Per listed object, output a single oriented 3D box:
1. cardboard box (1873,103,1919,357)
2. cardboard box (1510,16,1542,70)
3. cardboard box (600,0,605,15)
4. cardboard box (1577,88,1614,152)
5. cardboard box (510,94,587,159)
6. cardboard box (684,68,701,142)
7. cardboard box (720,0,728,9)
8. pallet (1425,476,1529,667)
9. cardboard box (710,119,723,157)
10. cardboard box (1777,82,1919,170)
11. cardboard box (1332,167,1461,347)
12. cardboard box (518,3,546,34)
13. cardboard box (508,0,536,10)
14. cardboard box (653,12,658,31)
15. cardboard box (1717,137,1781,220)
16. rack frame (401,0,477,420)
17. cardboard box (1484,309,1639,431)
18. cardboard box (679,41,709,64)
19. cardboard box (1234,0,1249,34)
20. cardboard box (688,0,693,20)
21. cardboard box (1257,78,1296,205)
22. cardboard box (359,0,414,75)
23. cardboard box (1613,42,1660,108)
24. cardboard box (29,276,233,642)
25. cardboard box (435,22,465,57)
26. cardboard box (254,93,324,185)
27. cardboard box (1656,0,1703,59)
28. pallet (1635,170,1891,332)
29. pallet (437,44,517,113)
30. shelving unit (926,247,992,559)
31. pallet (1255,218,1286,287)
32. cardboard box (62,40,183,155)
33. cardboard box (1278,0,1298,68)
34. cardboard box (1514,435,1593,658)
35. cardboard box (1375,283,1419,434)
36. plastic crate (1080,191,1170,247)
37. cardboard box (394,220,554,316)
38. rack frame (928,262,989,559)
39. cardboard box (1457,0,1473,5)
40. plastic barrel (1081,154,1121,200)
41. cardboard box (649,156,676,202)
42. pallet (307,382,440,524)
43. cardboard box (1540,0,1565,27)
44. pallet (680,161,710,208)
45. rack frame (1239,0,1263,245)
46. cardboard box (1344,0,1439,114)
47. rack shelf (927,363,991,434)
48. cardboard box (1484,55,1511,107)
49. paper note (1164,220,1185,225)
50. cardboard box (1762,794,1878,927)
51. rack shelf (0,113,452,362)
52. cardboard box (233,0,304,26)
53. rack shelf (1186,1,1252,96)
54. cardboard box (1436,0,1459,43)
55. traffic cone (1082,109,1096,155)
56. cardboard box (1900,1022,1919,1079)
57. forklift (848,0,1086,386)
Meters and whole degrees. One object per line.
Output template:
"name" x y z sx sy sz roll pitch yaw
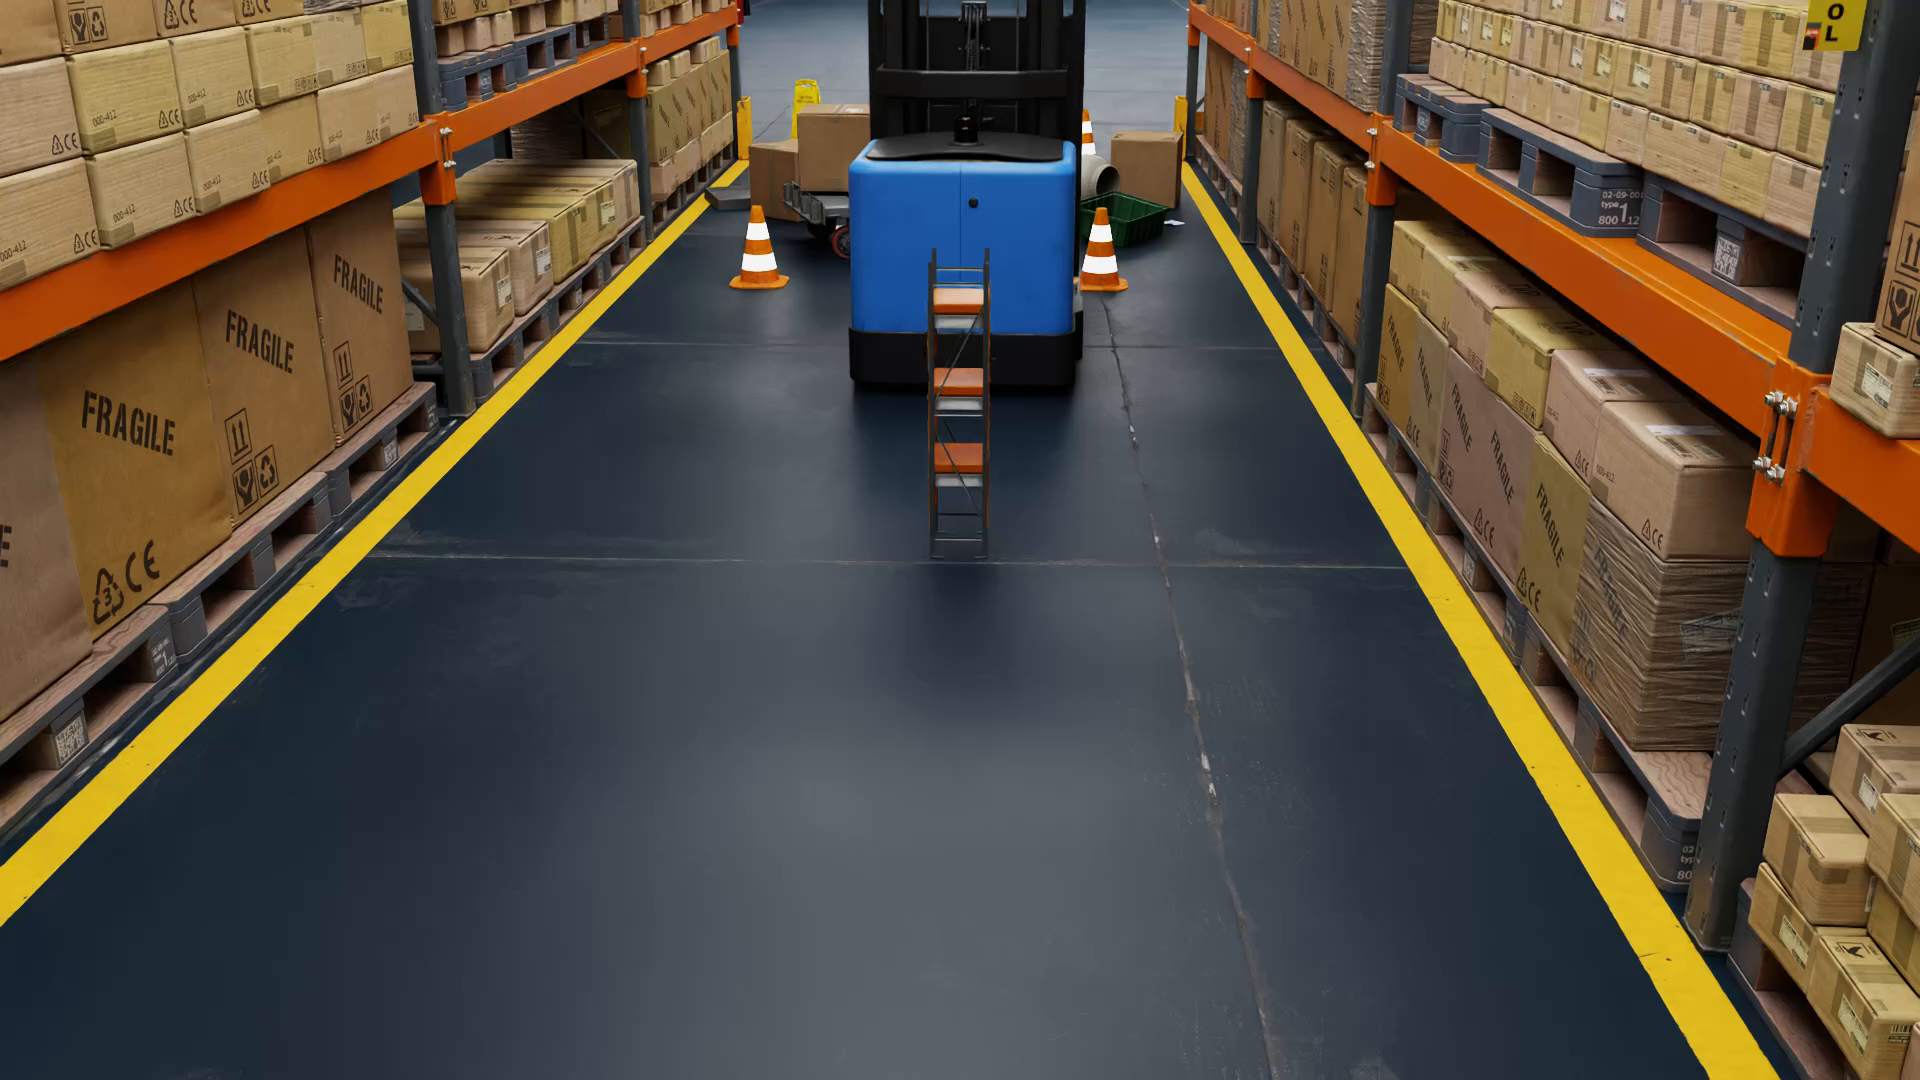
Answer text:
"cardboard box" 1.872 -0.508 2.642 0.500 0.500 0.500 0 21 1
"cardboard box" 2.018 -1.614 5.398 0.380 0.149 0.250 1 21 2
"cardboard box" -2.334 -3.204 9.906 0.380 0.149 0.250 0 21 0
"cardboard box" 1.989 -1.194 4.727 0.380 0.149 0.250 2 21 4
"cardboard box" -2.819 -2.890 11.514 0.500 0.500 0.500 0 21 1
"cardboard box" -2.259 -3.264 12.479 0.500 0.500 0.500 2 21 4
"cardboard box" -2.142 -4.508 13.848 0.380 0.149 0.250 0 21 1
"pallet" 2.195 0.077 5.538 1.003 0.211 1.213 1 21 2
"cardboard box" -2.227 -3.287 13.574 0.500 0.250 0.500 1 21 2
"cardboard box" 1.953 -0.862 3.460 0.380 0.149 0.250 1 21 3
"cardboard box" 2.369 -1.311 7.791 1.050 0.750 0.750 0 21 1
"cardboard box" -2.397 -2.741 8.713 0.380 0.149 0.250 1 21 3
"cardboard box" -2.427 -2.885 8.187 0.500 0.500 0.500 1 21 3
"cardboard box" -2.305 -3.591 11.484 0.380 0.149 0.250 1 21 1
"cardboard box" 1.960 -0.817 3.755 0.380 0.149 0.250 1 21 2
"rack frame" -2.691 -1.963 6.942 1.000 3.000 0.127 1 21 2
"cardboard box" 1.939 -0.528 5.081 0.500 0.250 0.500 0 21 -1
"cardboard box" -2.175 -3.809 12.987 0.380 0.149 0.250 2 21 4
"cardboard box" 2.375 -3.794 11.453 0.875 0.550 0.550 1 21 2
"cardboard box" -2.211 -3.956 12.426 0.380 0.149 0.250 1 21 1
"cardboard box" 2.471 -2.823 11.515 0.875 0.875 0.875 1 21 2
"cardboard box" -2.451 -1.948 6.420 0.500 0.250 0.500 1 21 1
"cardboard box" 1.984 -1.240 4.434 0.380 0.149 0.250 0 21 -1
"cardboard box" -2.854 -0.274 4.945 0.875 0.875 0.875 1 21 3
"cardboard box" -2.453 -2.259 7.471 0.380 0.149 0.250 -1 21 -2
"cardboard box" -2.478 -1.341 5.545 0.500 0.250 0.500 0 21 1
"cardboard box" 1.981 -1.288 4.145 0.380 0.149 0.250 1 21 1
"pallet" 2.307 -0.684 3.911 1.003 0.211 1.213 1 21 2
"pallet" -2.775 -2.132 7.643 1.213 0.211 1.003 1 21 2
"shelving unit" -0.002 -0.470 5.789 0.215 1.050 0.252 1 21 2
"pallet" 2.434 -1.812 10.406 1.003 0.211 1.213 1 21 2
"cardboard box" -2.487 -1.207 4.509 0.500 0.250 0.500 1 21 2
"cardboard box" 2.065 -2.888 9.186 0.500 0.500 0.500 1 21 1
"cardboard box" 1.925 0.015 4.719 0.500 0.500 0.500 0 21 0
"cardboard box" 1.984 -0.723 6.620 0.500 0.500 0.500 0 21 -1
"plastic crate" 1.078 -2.185 11.320 0.450 0.188 0.662 23 29 25
"cardboard box" -2.649 -1.405 8.555 0.950 0.372 0.625 0 21 1
"rack frame" -0.005 -0.426 5.675 0.200 1.050 0.008 1 21 2
"cardboard box" 2.047 -2.039 6.082 0.380 0.149 0.250 0 21 0
"plastic barrel" 0.883 -2.617 12.189 0.512 0.421 0.421 18 27 38
"cardboard box" -2.281 -2.534 11.633 0.500 0.250 0.500 0 21 -1
"pallet" -2.790 -0.379 6.713 1.003 0.211 1.213 1 21 2
"cardboard box" 2.014 -1.661 5.107 0.380 0.149 0.250 1 21 3
"pallet" -2.549 -2.795 12.940 1.003 0.211 1.213 1 21 2
"rack frame" 2.382 -3.391 10.623 1.000 3.000 0.127 1 21 2
"cardboard box" 2.006 -2.158 7.305 0.500 0.500 0.500 1 21 2
"rack shelf" -0.002 -0.460 5.793 0.215 0.259 0.240 1 21 2
"cardboard box" 2.022 -1.572 5.701 0.380 0.149 0.250 2 21 4
"paper note" 1.497 -2.261 11.812 0.147 0.020 0.142 -16 26 -35
"cardboard box" 1.808 0.623 3.225 0.380 0.149 0.250 2 21 4
"rack shelf" -2.751 -0.905 5.208 1.077 0.370 4.000 1 21 2
"cardboard box" -2.474 -1.921 5.312 0.500 0.500 0.500 1 21 2
"rack shelf" 2.443 -3.779 12.617 1.077 0.370 4.000 1 21 2
"cardboard box" 2.045 -1.990 6.366 0.380 0.149 0.250 2 21 4
"traffic cone" 1.068 -3.479 14.354 0.336 0.463 0.334 1 21 2
"cardboard box" 1.843 0.949 2.796 0.380 0.149 0.250 1 21 1
"forklift" 0.101 -2.566 8.590 1.130 2.935 3.031 1 21 4
